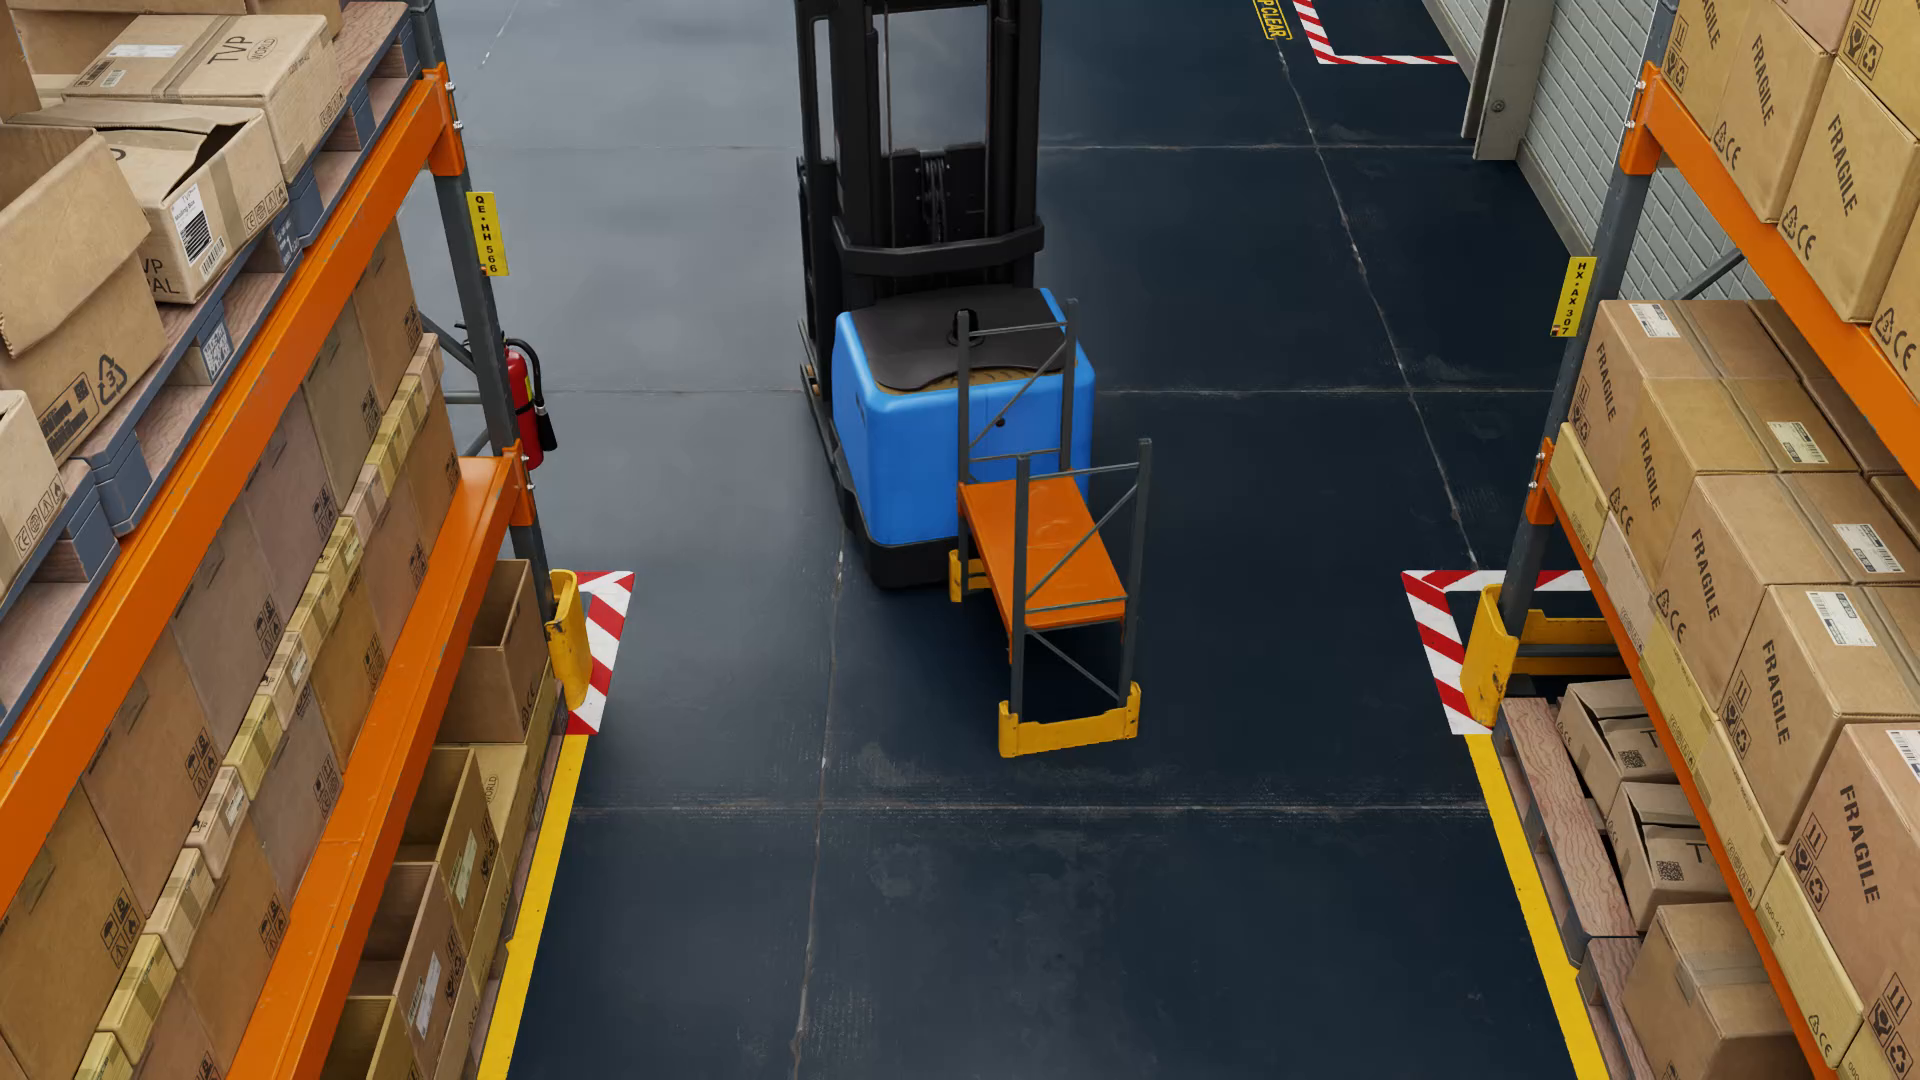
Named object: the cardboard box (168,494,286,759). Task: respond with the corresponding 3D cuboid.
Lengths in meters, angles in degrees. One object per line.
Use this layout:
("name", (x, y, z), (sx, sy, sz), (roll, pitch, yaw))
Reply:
("cardboard box", (-2.200, 0.205, 4.223), (0.700, 0.500, 0.500), (0, 39, 0))

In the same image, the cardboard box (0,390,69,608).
("cardboard box", (-1.929, -0.037, 2.868), (0.500, 0.311, 0.500), (-2, 39, -3))

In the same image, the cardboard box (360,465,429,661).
("cardboard box", (-2.203, 0.050, 5.455), (0.700, 0.500, 0.500), (1, 39, 1))

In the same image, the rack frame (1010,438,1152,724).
("rack frame", (0.451, 0.256, 6.477), (0.500, 1.500, 0.032), (-8, 39, -9))

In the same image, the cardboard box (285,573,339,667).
("cardboard box", (-2.002, 0.225, 4.718), (0.380, 0.149, 0.250), (1, 39, 1))

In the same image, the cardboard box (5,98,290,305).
("cardboard box", (-1.931, -0.818, 3.843), (0.500, 0.311, 0.500), (4, 39, 5))

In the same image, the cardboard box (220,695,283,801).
("cardboard box", (-2.004, 0.541, 4.323), (0.380, 0.149, 0.250), (0, 39, 0))

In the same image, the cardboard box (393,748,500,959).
("cardboard box", (-1.882, 1.045, 5.556), (0.500, 0.500, 0.500), (0, 39, 0))

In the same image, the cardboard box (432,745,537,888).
("cardboard box", (-1.888, 1.025, 6.181), (0.500, 0.250, 0.500), (0, 39, 0))

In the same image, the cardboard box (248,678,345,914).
("cardboard box", (-2.204, 0.689, 4.657), (0.700, 0.500, 0.500), (1, 39, 1))

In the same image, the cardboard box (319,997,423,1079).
("cardboard box", (-1.880, 1.671, 4.775), (0.500, 0.500, 0.500), (0, 39, 0))

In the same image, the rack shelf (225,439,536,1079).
("rack shelf", (-2.194, 1.000, 4.925), (1.077, 0.370, 4.000), (0, 39, 0))

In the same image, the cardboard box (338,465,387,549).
("cardboard box", (-2.005, -0.104, 5.128), (0.380, 0.149, 0.250), (0, 39, 1))

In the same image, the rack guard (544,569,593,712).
("rack guard", (-2.196, 0.429, 7.061), (1.175, 0.500, 0.348), (0, 39, 0))

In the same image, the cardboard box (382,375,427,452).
("cardboard box", (-2.004, -0.421, 5.524), (0.380, 0.149, 0.250), (1, 39, 1))

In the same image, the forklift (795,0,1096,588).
("forklift", (-0.235, -1.851, 7.962), (1.130, 2.935, 3.031), (-9, 39, -11))

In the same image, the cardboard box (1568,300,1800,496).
("cardboard box", (2.457, -0.481, 5.701), (0.500, 0.500, 0.500), (0, 39, 0))

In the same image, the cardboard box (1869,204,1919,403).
("cardboard box", (2.499, -0.550, 3.789), (0.500, 0.500, 0.500), (2, 39, 3))

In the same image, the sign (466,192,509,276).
("sign", (-1.654, -1.068, 5.814), (0.100, 0.325, 0.005), (0, 39, 0))

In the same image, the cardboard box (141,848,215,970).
("cardboard box", (-2.001, 0.871, 3.912), (0.380, 0.149, 0.250), (-1, 39, -2))

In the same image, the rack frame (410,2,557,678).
("rack frame", (-2.196, -0.532, 6.260), (1.000, 3.000, 0.127), (0, 39, 0))

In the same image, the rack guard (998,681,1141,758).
("rack guard", (0.451, 0.743, 6.869), (0.587, 0.250, 0.087), (-8, 39, -9))

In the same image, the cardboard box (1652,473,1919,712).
("cardboard box", (2.442, 0.151, 4.912), (0.500, 0.500, 0.500), (-1, 39, -2))

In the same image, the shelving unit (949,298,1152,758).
("shelving unit", (0.346, -0.050, 6.858), (0.587, 1.500, 1.083), (-8, 39, -9))

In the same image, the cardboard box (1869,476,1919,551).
("cardboard box", (2.966, 0.153, 4.910), (0.500, 0.500, 0.500), (-1, 39, -1))

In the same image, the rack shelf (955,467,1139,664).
("rack shelf", (0.345, 0.085, 6.977), (0.538, 0.185, 1.000), (-8, 39, -9))

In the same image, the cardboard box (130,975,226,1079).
("cardboard box", (-2.206, 1.323, 3.866), (0.700, 0.500, 0.500), (0, 39, -1))

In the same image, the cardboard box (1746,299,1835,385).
("cardboard box", (2.970, -0.485, 5.706), (0.500, 0.500, 0.500), (0, 39, -1))

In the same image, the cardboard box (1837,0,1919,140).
("cardboard box", (2.477, -1.270, 3.887), (0.500, 0.500, 0.500), (1, 39, 1))

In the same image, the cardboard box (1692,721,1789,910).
("cardboard box", (2.448, 0.778, 4.730), (0.500, 0.250, 0.500), (0, 39, 0))

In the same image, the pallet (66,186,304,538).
("pallet", (-2.217, -0.461, 3.844), (1.003, 0.211, 1.213), (0, 39, 0))

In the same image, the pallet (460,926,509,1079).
("pallet", (-2.155, 1.796, 5.586), (1.003, 0.211, 1.213), (0, 39, 0))

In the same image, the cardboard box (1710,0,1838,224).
("cardboard box", (2.473, -1.210, 4.612), (0.500, 0.500, 0.500), (2, 39, 3))

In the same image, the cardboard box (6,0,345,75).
("cardboard box", (-2.200, -1.602, 4.666), (0.797, 0.503, 0.637), (2, 39, 3))

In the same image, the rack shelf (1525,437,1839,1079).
("rack shelf", (2.760, 0.994, 4.932), (1.077, 0.370, 4.000), (0, 39, 0))

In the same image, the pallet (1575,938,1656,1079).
("pallet", (2.722, 1.867, 5.497), (1.003, 0.211, 1.213), (0, 39, 0))

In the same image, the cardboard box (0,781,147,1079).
("cardboard box", (-2.200, 0.831, 3.443), (0.700, 0.500, 0.500), (0, 39, 0))

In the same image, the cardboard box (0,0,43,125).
("cardboard box", (-2.468, -0.921, 3.820), (0.500, 0.500, 0.500), (0, 39, 0))

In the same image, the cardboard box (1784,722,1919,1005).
("cardboard box", (2.456, 0.799, 4.104), (0.500, 0.500, 0.500), (-1, 39, -1))

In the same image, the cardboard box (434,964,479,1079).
("cardboard box", (-1.886, 1.651, 5.400), (0.500, 0.250, 0.500), (0, 39, 0))

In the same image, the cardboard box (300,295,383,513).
("cardboard box", (-2.202, -0.423, 5.007), (0.700, 0.500, 0.500), (-1, 39, -1))

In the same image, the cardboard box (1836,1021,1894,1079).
("cardboard box", (2.466, 1.407, 3.945), (0.500, 0.250, 0.500), (0, 39, 0))

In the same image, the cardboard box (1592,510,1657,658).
("cardboard box", (2.455, 0.143, 5.522), (0.500, 0.250, 0.500), (-1, 39, -1))

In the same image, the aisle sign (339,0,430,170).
("aisle sign", (-1.903, -1.587, 5.499), (0.394, 0.787, 0.004), (0, 39, 0))

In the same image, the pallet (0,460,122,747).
("pallet", (-2.219, 0.300, 2.894), (1.003, 0.211, 1.213), (0, 39, 0))

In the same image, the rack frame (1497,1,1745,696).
("rack frame", (2.757, -0.538, 6.268), (1.000, 3.000, 0.127), (0, 39, 0))

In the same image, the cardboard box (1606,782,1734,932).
("cardboard box", (2.669, 1.129, 5.986), (0.500, 0.311, 0.500), (3, 39, 4))

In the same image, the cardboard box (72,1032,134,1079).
("cardboard box", (-2.001, 1.191, 3.512), (0.380, 0.149, 0.250), (-1, 39, -1))
